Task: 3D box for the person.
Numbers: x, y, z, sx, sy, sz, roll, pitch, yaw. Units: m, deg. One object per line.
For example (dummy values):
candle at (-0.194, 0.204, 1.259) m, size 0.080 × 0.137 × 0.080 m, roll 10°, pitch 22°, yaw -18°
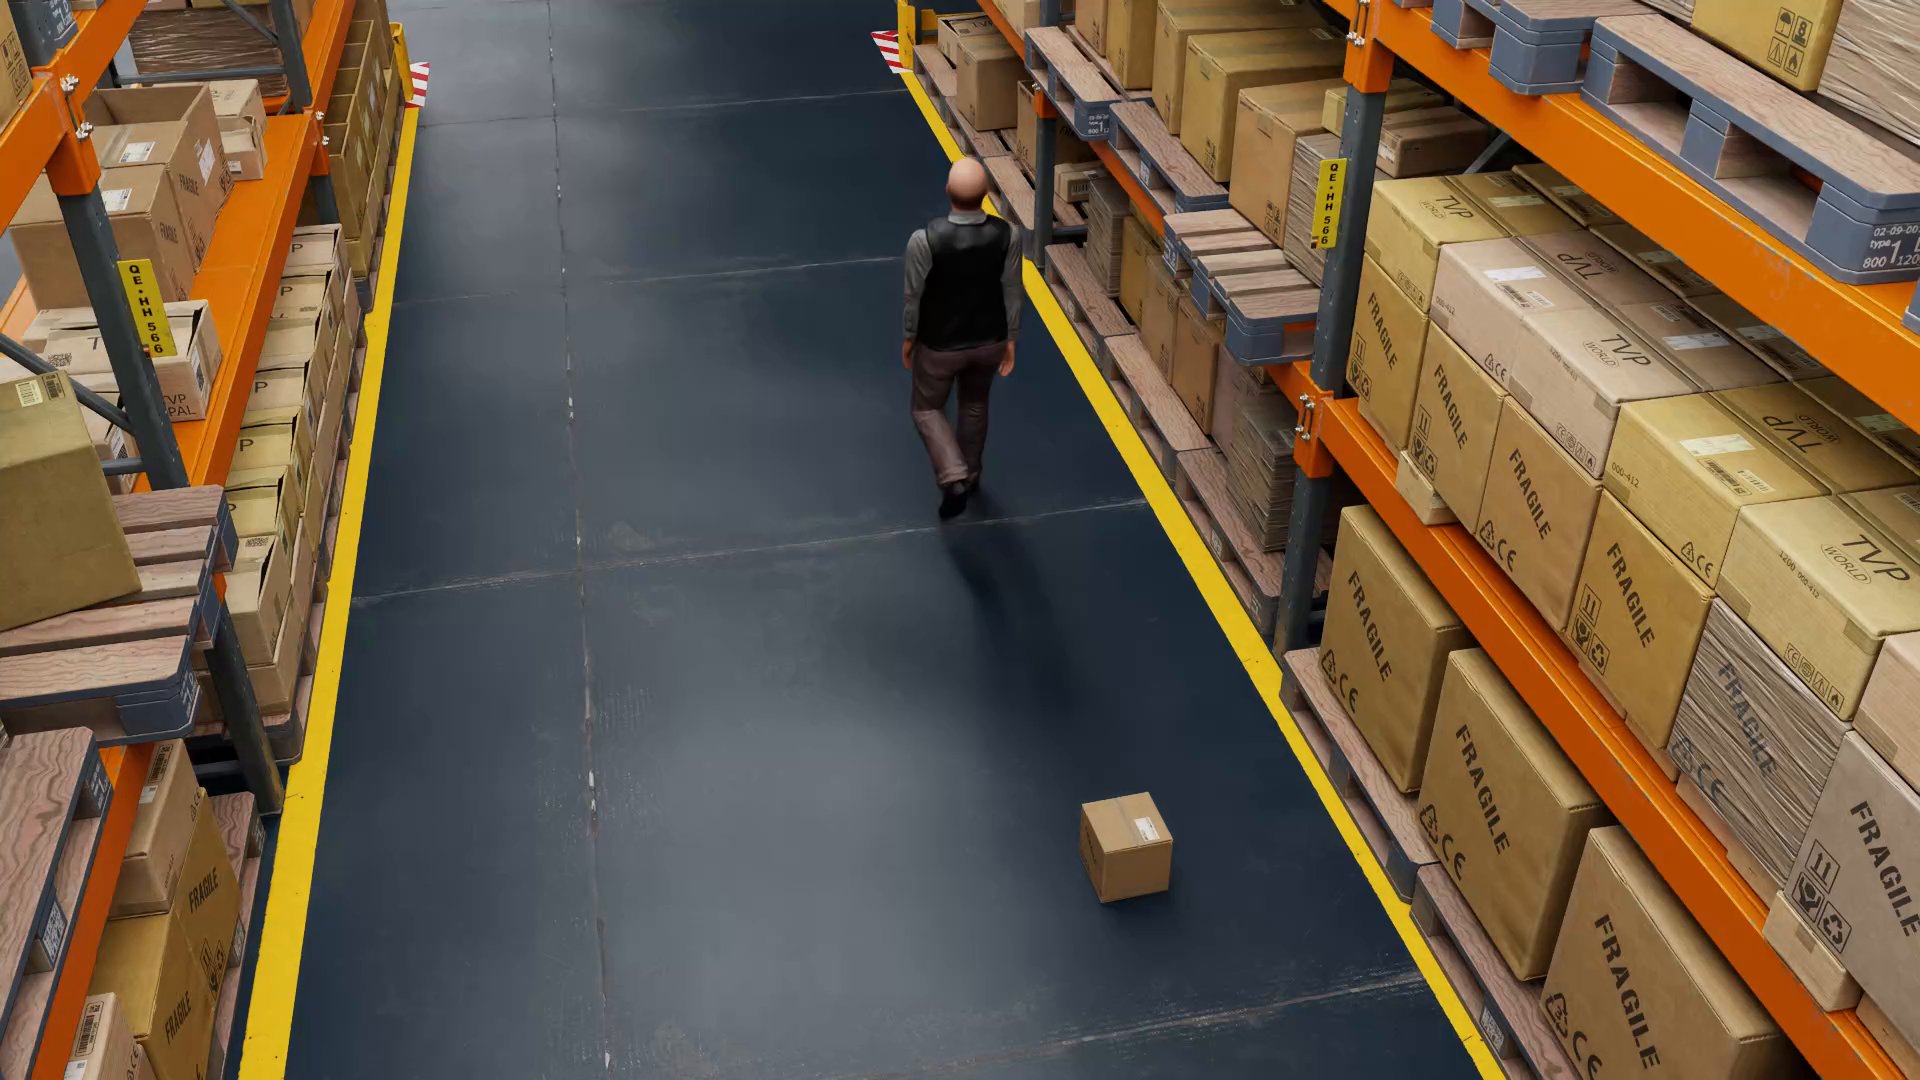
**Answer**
person at (0.023, -0.805, 7.450) m, size 0.535 × 1.447 × 0.582 m, roll -9°, pitch 35°, yaw -13°
